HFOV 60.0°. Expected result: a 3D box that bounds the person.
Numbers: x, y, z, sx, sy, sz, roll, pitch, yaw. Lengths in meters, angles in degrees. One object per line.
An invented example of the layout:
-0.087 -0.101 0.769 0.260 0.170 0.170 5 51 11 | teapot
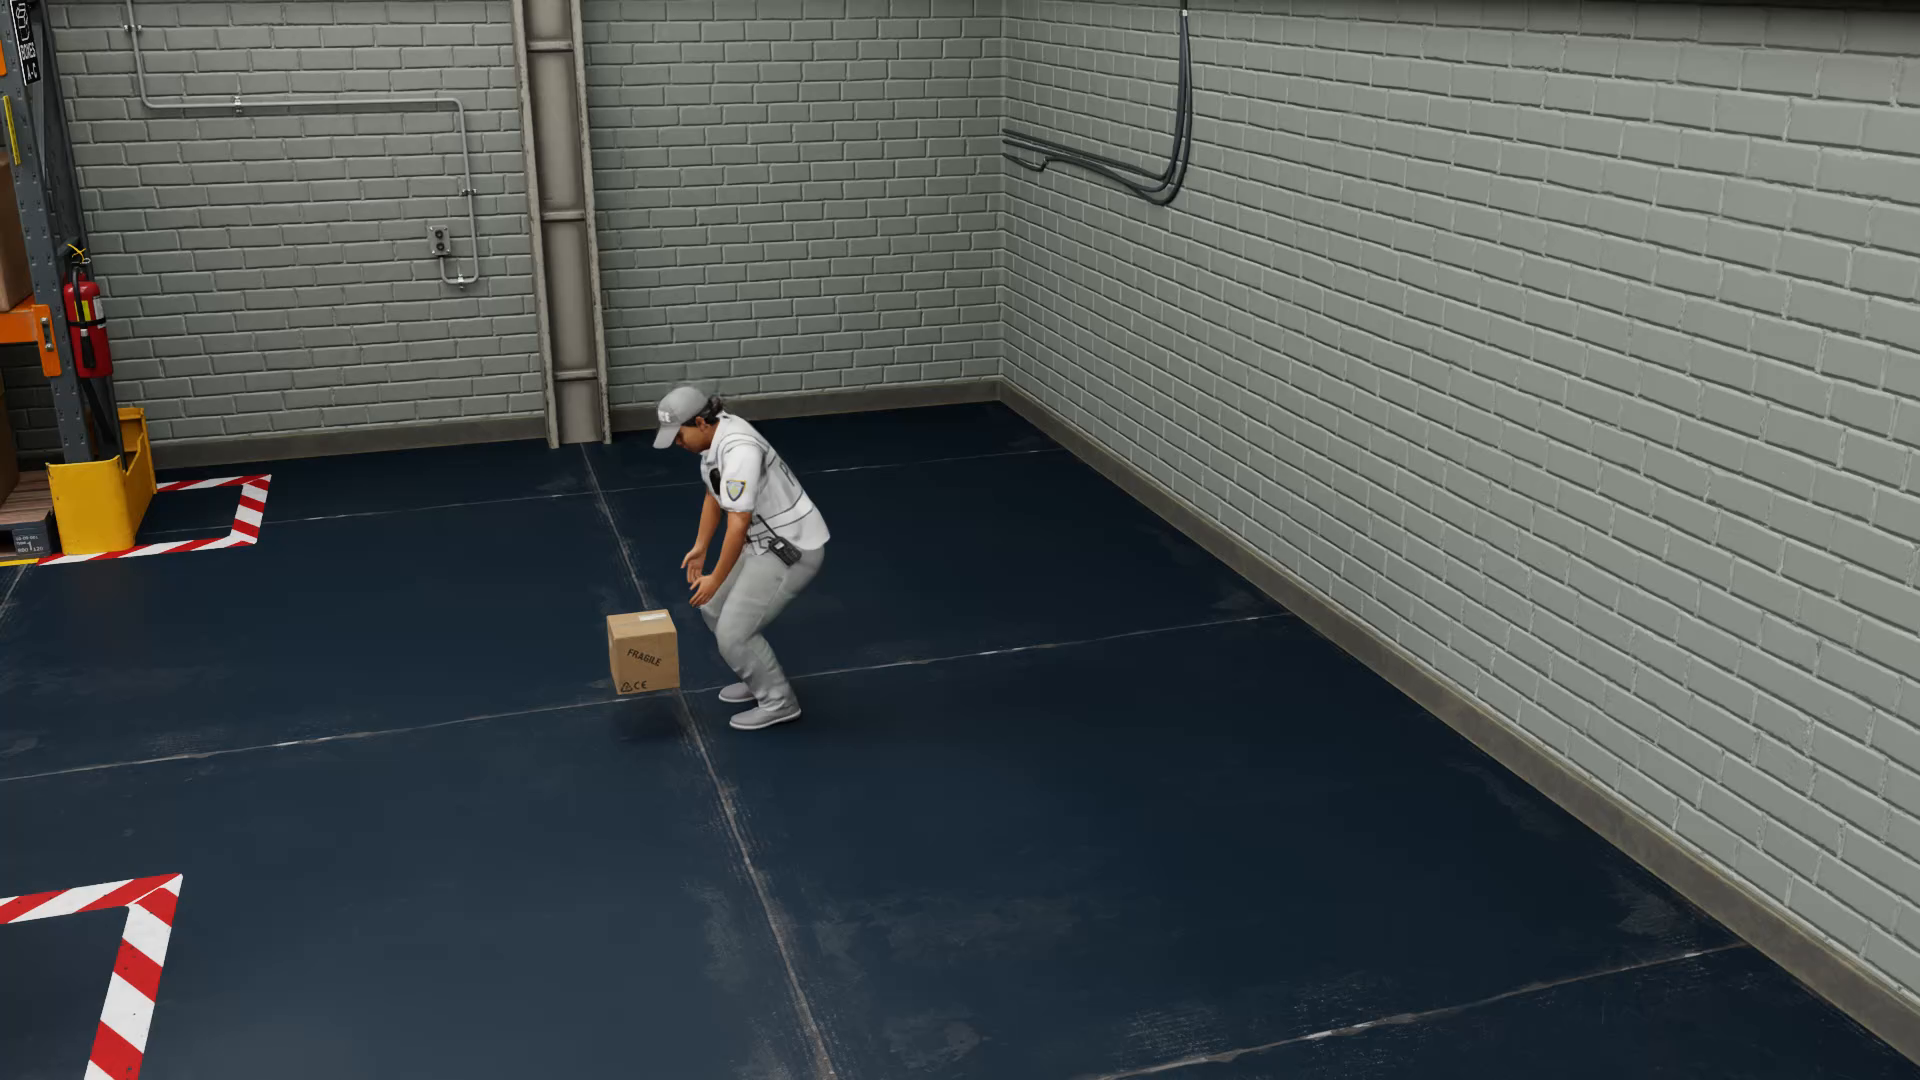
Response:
-0.873 0.060 6.762 0.691 1.432 0.533 -6 20 -17 | person
